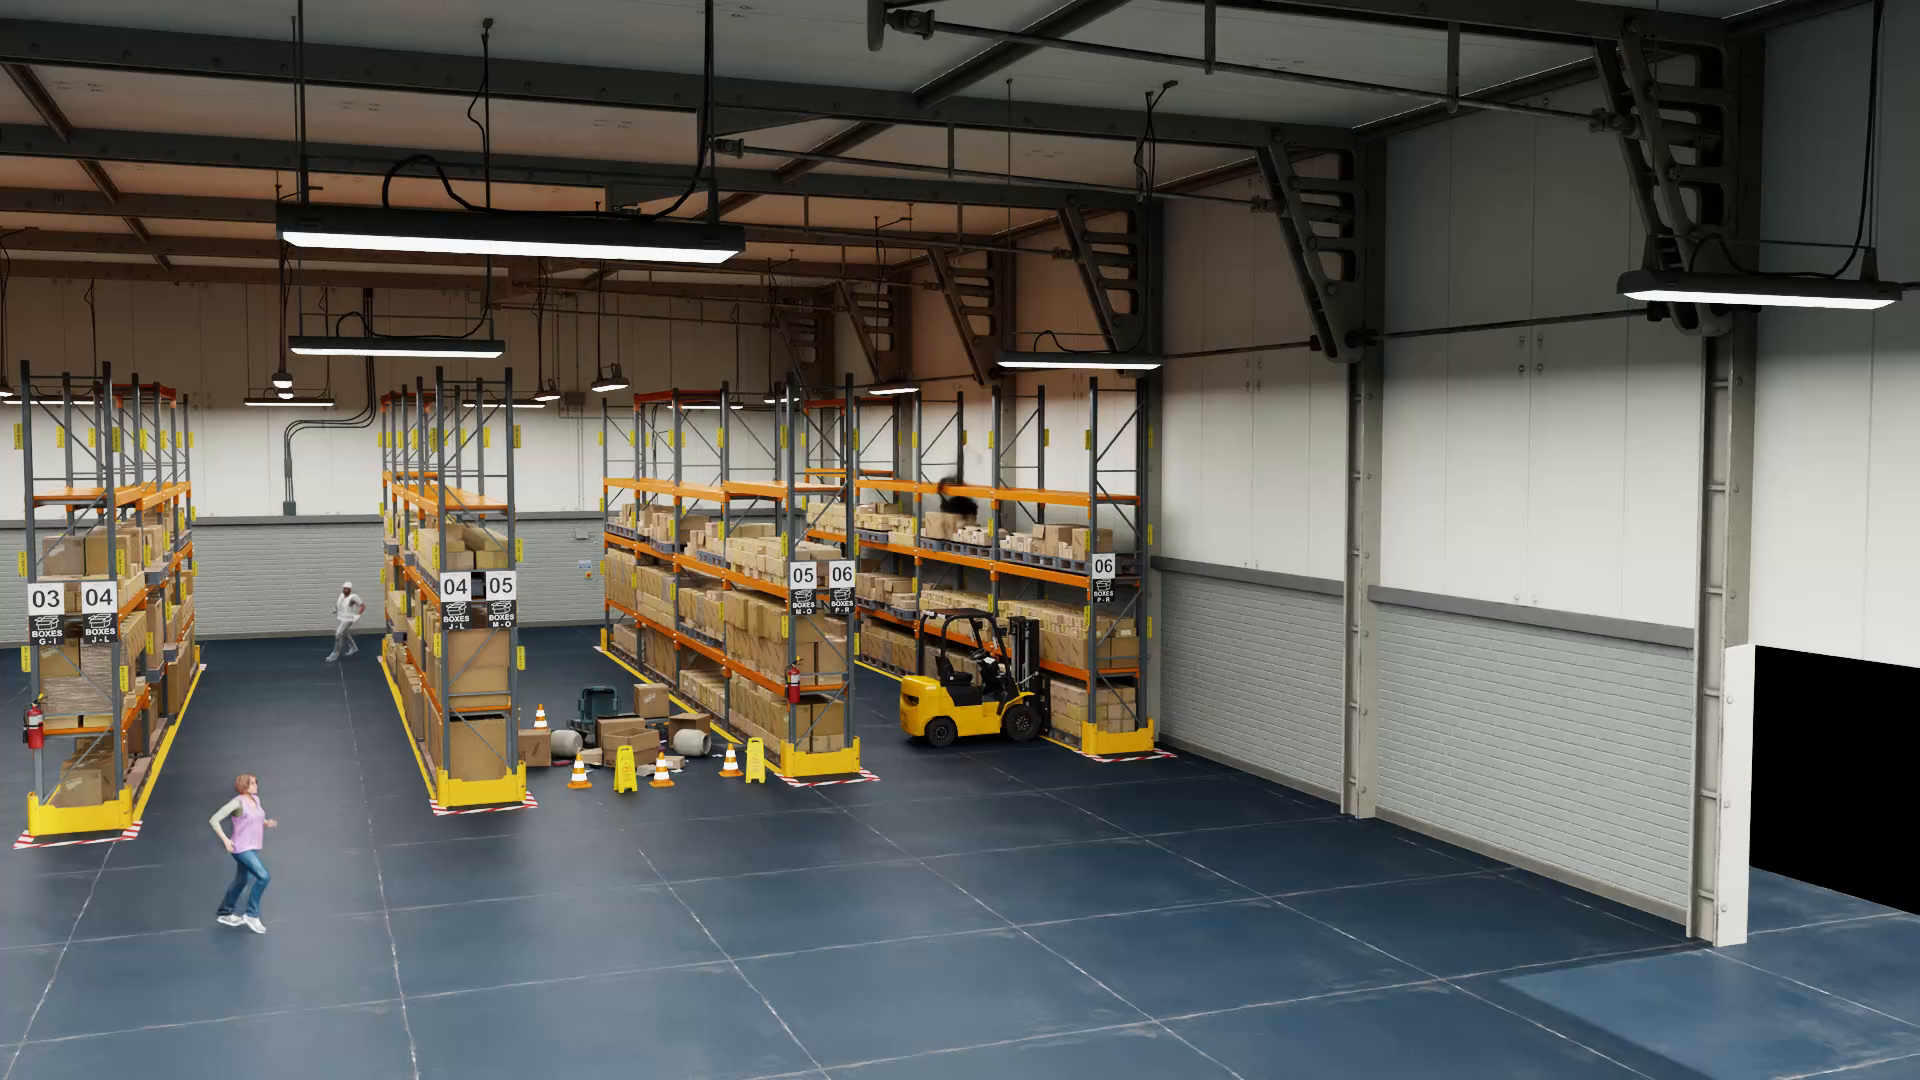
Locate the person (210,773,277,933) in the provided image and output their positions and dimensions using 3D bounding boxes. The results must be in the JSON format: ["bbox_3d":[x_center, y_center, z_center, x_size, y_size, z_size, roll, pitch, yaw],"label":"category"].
[{"bbox_3d":[-7.270,3.180,16.935,0.663,1.621,0.515,0,3,1],"label":"person"}]

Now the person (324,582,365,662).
[{"bbox_3d":[-13.971,1.842,37.794,0.741,1.778,0.917,3,4,37],"label":"person"}]
